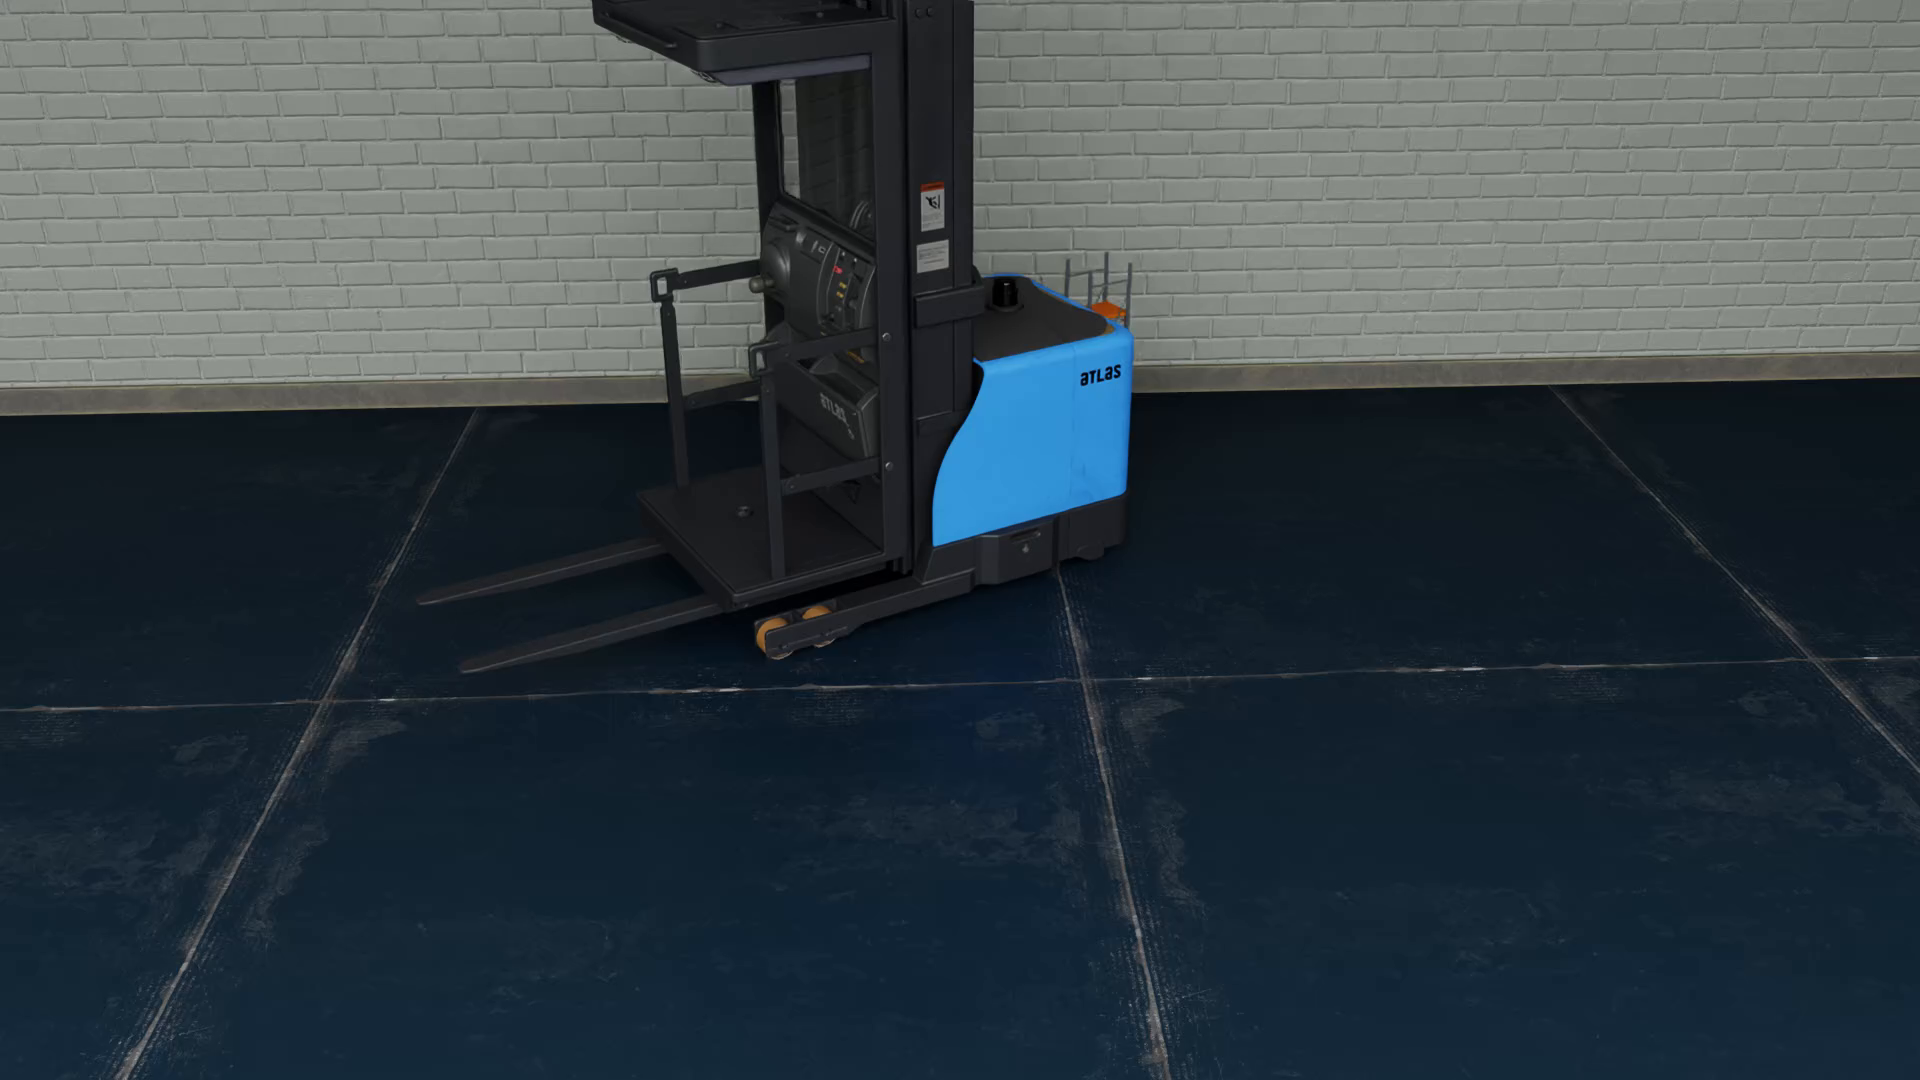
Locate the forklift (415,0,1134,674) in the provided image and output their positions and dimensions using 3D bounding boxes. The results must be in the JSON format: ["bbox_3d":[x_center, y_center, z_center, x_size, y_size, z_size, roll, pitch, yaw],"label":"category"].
[{"bbox_3d":[-0.761,-1.090,6.670,3.031,2.935,1.130,-15,31,-27],"label":"forklift"}]

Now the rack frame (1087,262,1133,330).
[{"bbox_3d":[0.681,-0.707,7.807,0.240,1.200,0.006,-15,31,-27],"label":"rack frame"}]

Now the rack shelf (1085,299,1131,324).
[{"bbox_3d":[0.635,-1.023,7.731,0.258,0.103,0.180,-15,31,-27],"label":"rack shelf"}]

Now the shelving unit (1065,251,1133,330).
[{"bbox_3d":[0.634,-0.743,7.876,0.258,1.200,0.189,-15,31,-27],"label":"shelving unit"}]

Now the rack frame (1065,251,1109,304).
[{"bbox_3d":[0.587,-0.779,7.946,0.240,1.200,0.006,-15,31,-27],"label":"rack frame"}]
